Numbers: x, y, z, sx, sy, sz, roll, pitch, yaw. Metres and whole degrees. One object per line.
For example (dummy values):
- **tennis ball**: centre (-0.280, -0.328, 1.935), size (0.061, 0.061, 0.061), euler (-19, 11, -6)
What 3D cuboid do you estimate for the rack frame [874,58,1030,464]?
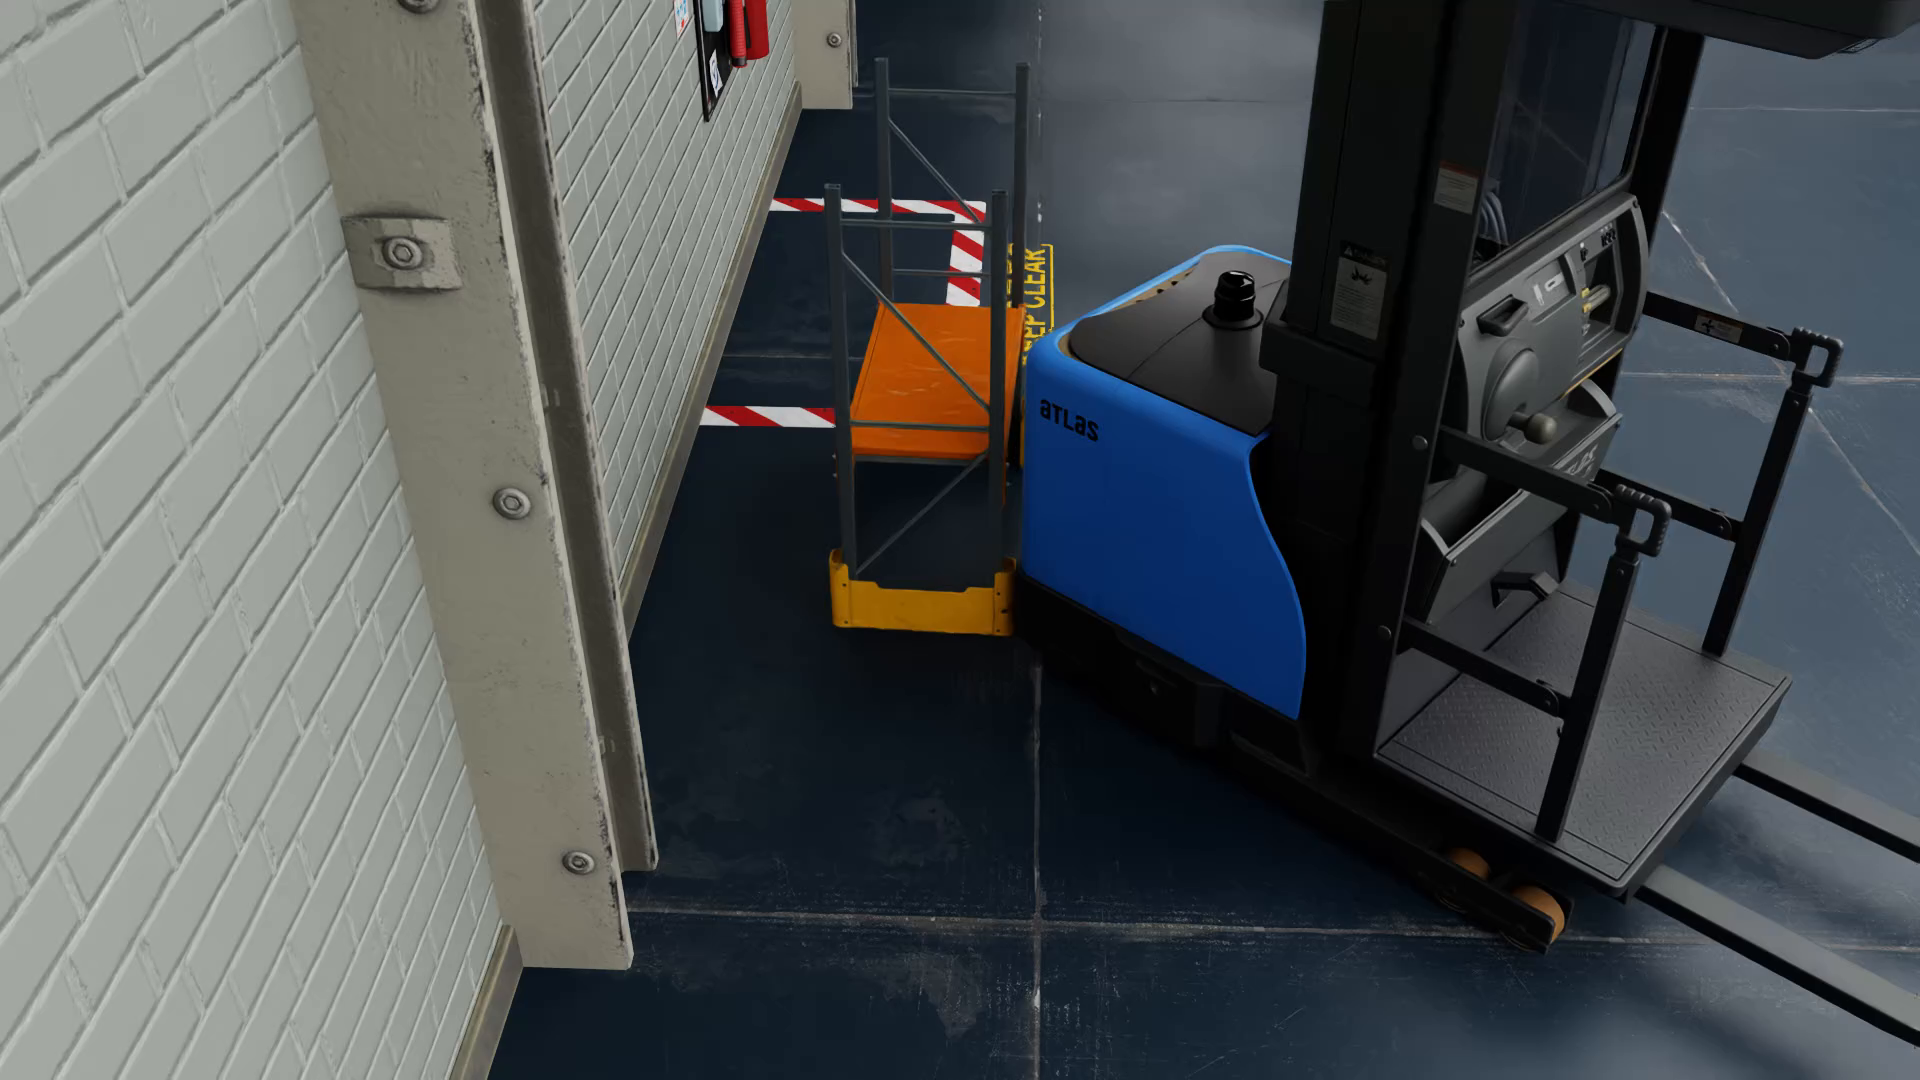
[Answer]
- **rack frame**: centre (-0.026, -0.916, 5.748), size (0.500, 1.500, 0.032), euler (3, 35, 4)

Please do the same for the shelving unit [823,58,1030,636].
- **shelving unit**: centre (-0.072, -0.630, 5.342), size (0.587, 1.500, 1.083), euler (3, 35, 4)

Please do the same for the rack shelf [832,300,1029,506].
- **rack shelf**: centre (-0.073, -0.477, 5.438), size (0.538, 0.185, 1.000), euler (3, 35, 4)

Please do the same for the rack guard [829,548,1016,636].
- **rack guard**: centre (-0.118, 0.167, 5.295), size (0.587, 0.250, 0.087), euler (3, 35, 4)

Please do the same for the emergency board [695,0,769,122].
- **emergency board**: centre (-0.878, -2.287, 6.395), size (0.194, 1.169, 0.643), euler (1, 35, 2)

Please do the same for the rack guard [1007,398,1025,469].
- **rack guard**: centre (-0.026, -0.404, 6.107), size (0.587, 0.250, 0.087), euler (3, 35, 4)

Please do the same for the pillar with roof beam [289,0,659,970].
- **pillar with roof beam**: centre (3.320, -2.614, 1.643), size (9.100, 9.000, 0.400), euler (1, 35, 2)

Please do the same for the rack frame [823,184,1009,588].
- **rack frame**: centre (-0.119, -0.333, 4.920), size (0.500, 1.500, 0.032), euler (3, 35, 4)

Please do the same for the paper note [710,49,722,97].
- **paper note**: centre (-0.954, -1.826, 6.506), size (0.016, 0.148, 0.142), euler (1, 35, 2)

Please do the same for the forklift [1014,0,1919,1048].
- **forklift**: centre (1.590, -0.490, 3.899), size (3.031, 2.935, 1.130), euler (28, 44, 34)

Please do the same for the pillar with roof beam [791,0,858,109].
- **pillar with roof beam**: centre (3.561, -6.061, 6.548), size (9.100, 9.000, 0.400), euler (1, 35, 2)

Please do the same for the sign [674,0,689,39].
- **sign**: centre (-1.003, -1.986, 5.936), size (0.001, 0.329, 0.234), euler (1, 35, 2)
